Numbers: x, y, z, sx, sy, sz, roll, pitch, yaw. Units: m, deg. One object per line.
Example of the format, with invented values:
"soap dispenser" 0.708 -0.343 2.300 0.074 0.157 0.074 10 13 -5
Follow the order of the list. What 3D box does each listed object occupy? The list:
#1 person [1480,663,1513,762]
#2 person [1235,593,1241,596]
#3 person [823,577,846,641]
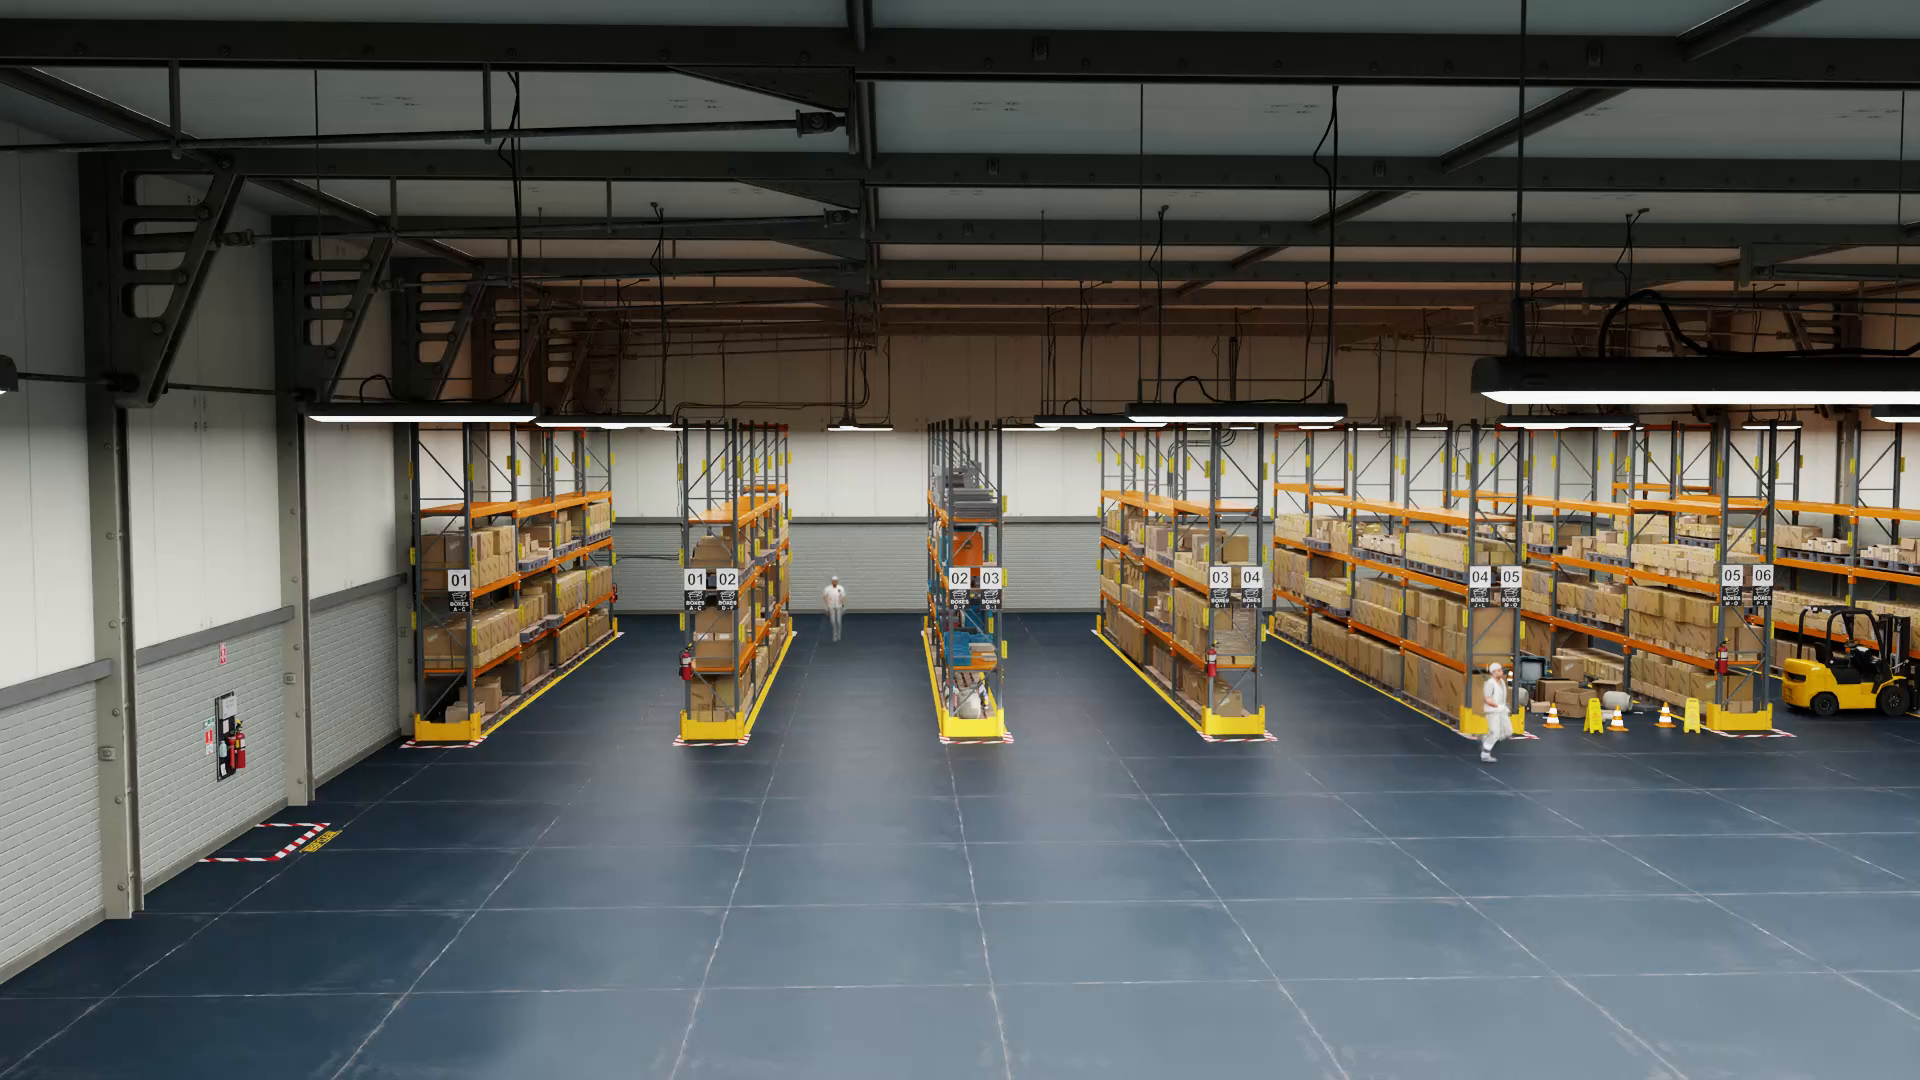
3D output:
"person" 9.349 3.000 28.918 0.699 1.742 0.656 -3 5 -41
"person" 7.703 1.835 47.393 0.755 1.731 0.866 2 4 27
"person" -3.305 1.810 43.954 0.613 1.691 0.672 0 4 -6
